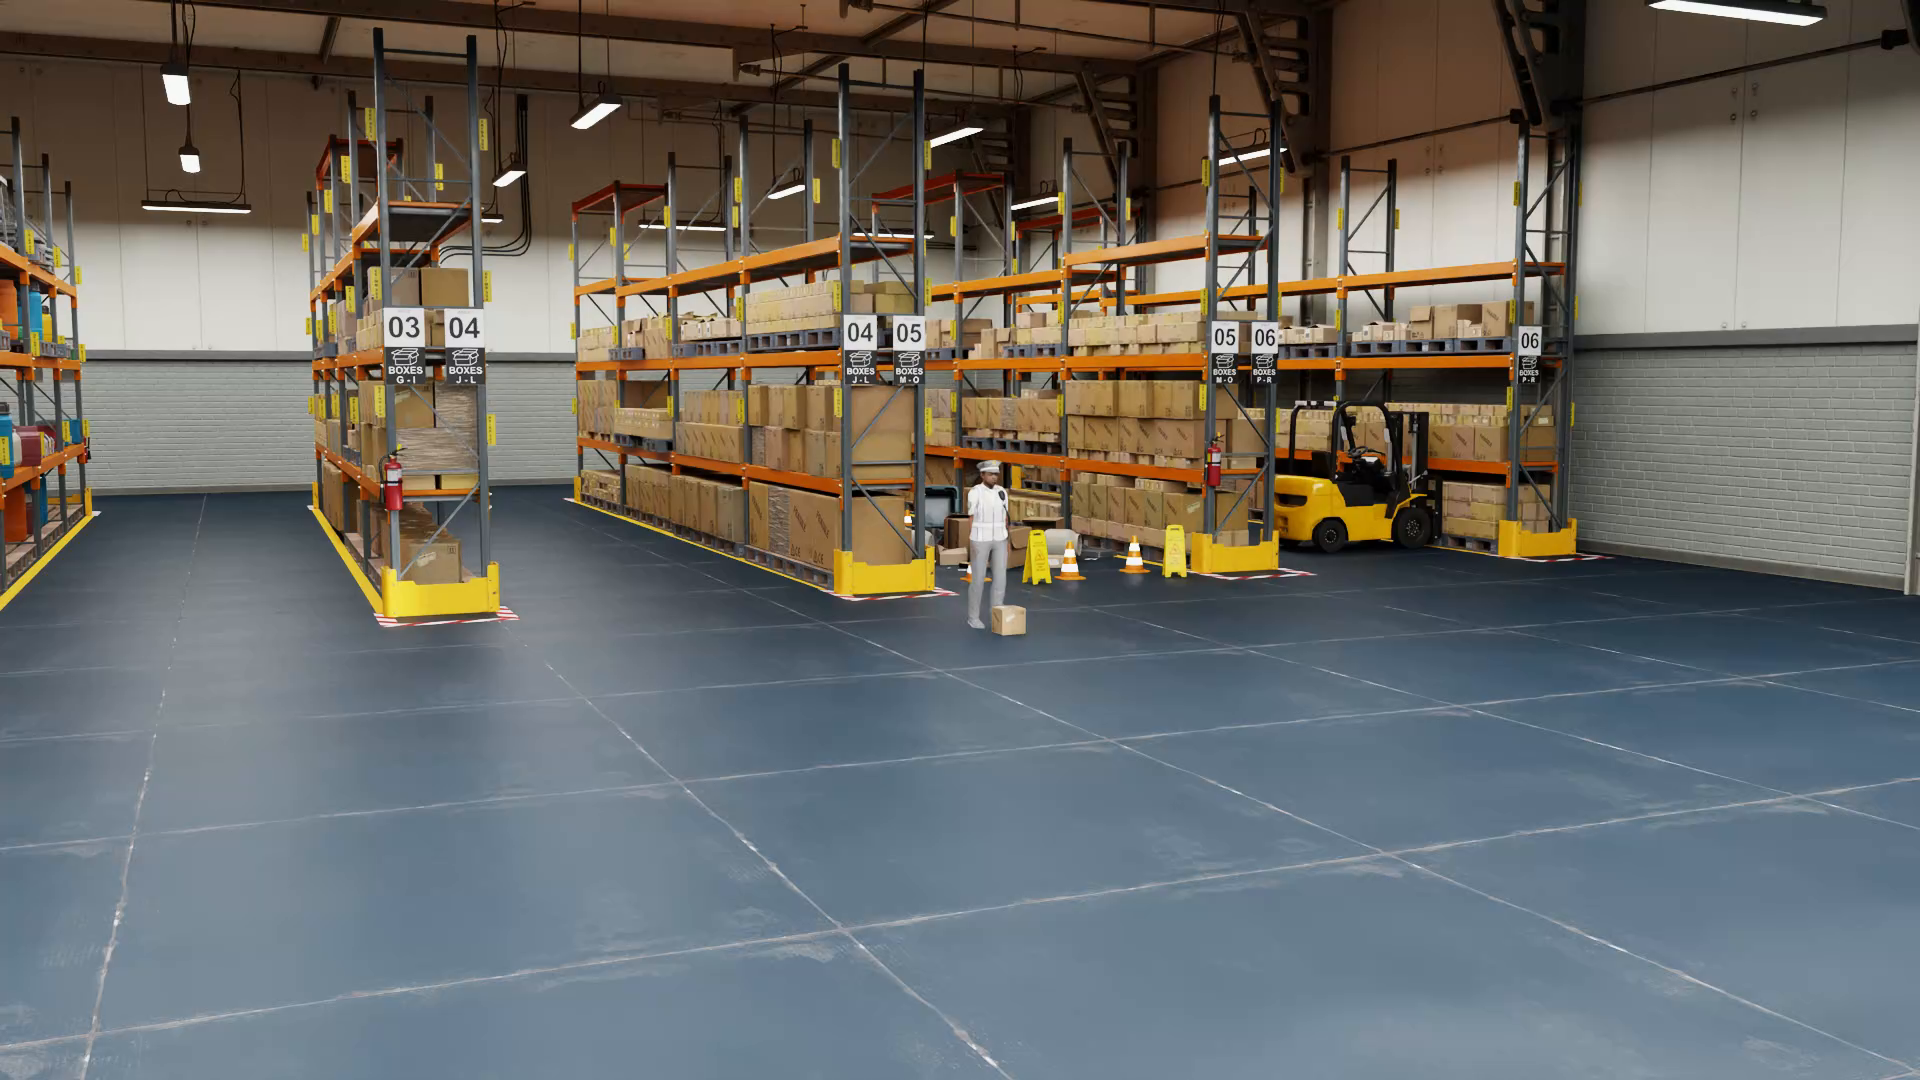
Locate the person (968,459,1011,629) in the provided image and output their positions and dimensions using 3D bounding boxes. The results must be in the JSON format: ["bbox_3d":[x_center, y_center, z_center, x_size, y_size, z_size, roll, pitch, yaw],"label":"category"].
[{"bbox_3d":[0.300,0.037,16.604,0.436,1.688,0.340,-2,6,-22],"label":"person"}]
